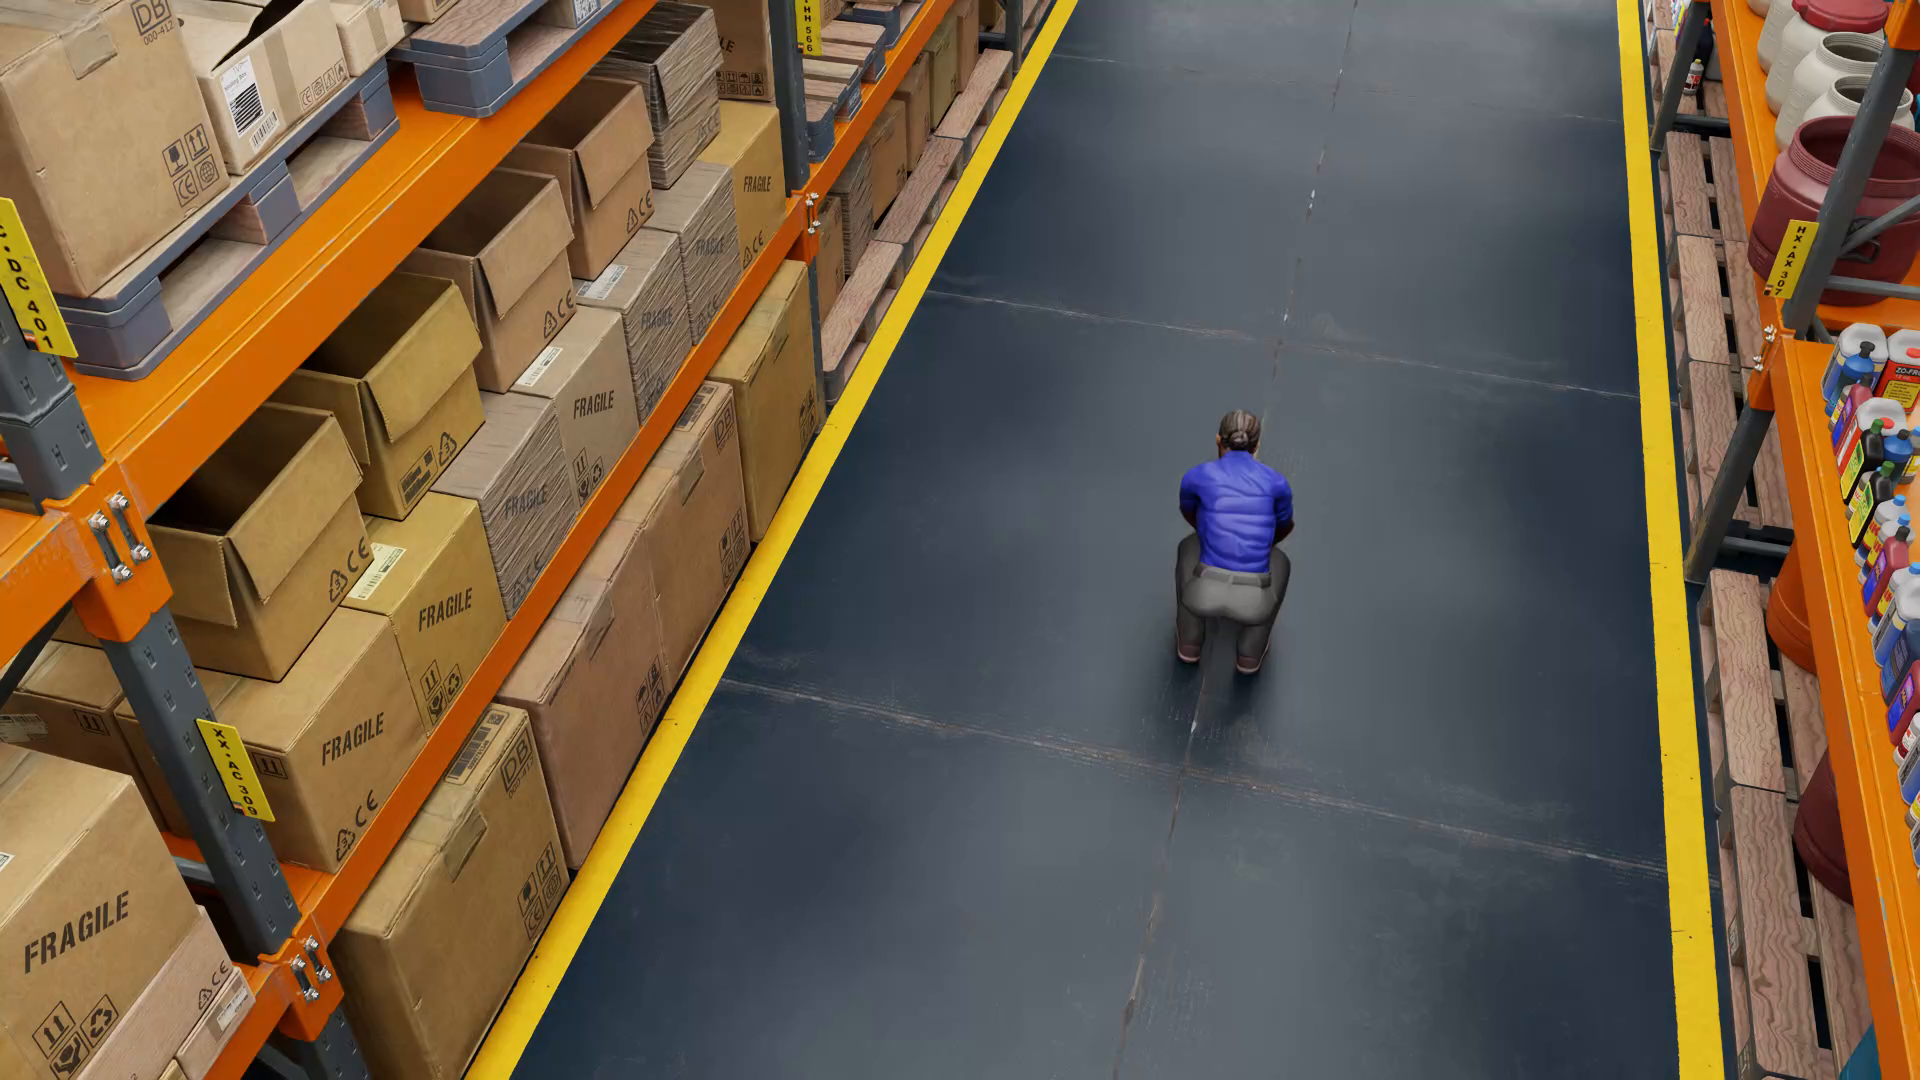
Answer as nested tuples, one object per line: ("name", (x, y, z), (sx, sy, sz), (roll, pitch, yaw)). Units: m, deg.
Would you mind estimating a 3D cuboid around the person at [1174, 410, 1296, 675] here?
("person", (1.103, 0.006, 6.725), (0.500, 0.918, 0.831), (10, 42, 11))
